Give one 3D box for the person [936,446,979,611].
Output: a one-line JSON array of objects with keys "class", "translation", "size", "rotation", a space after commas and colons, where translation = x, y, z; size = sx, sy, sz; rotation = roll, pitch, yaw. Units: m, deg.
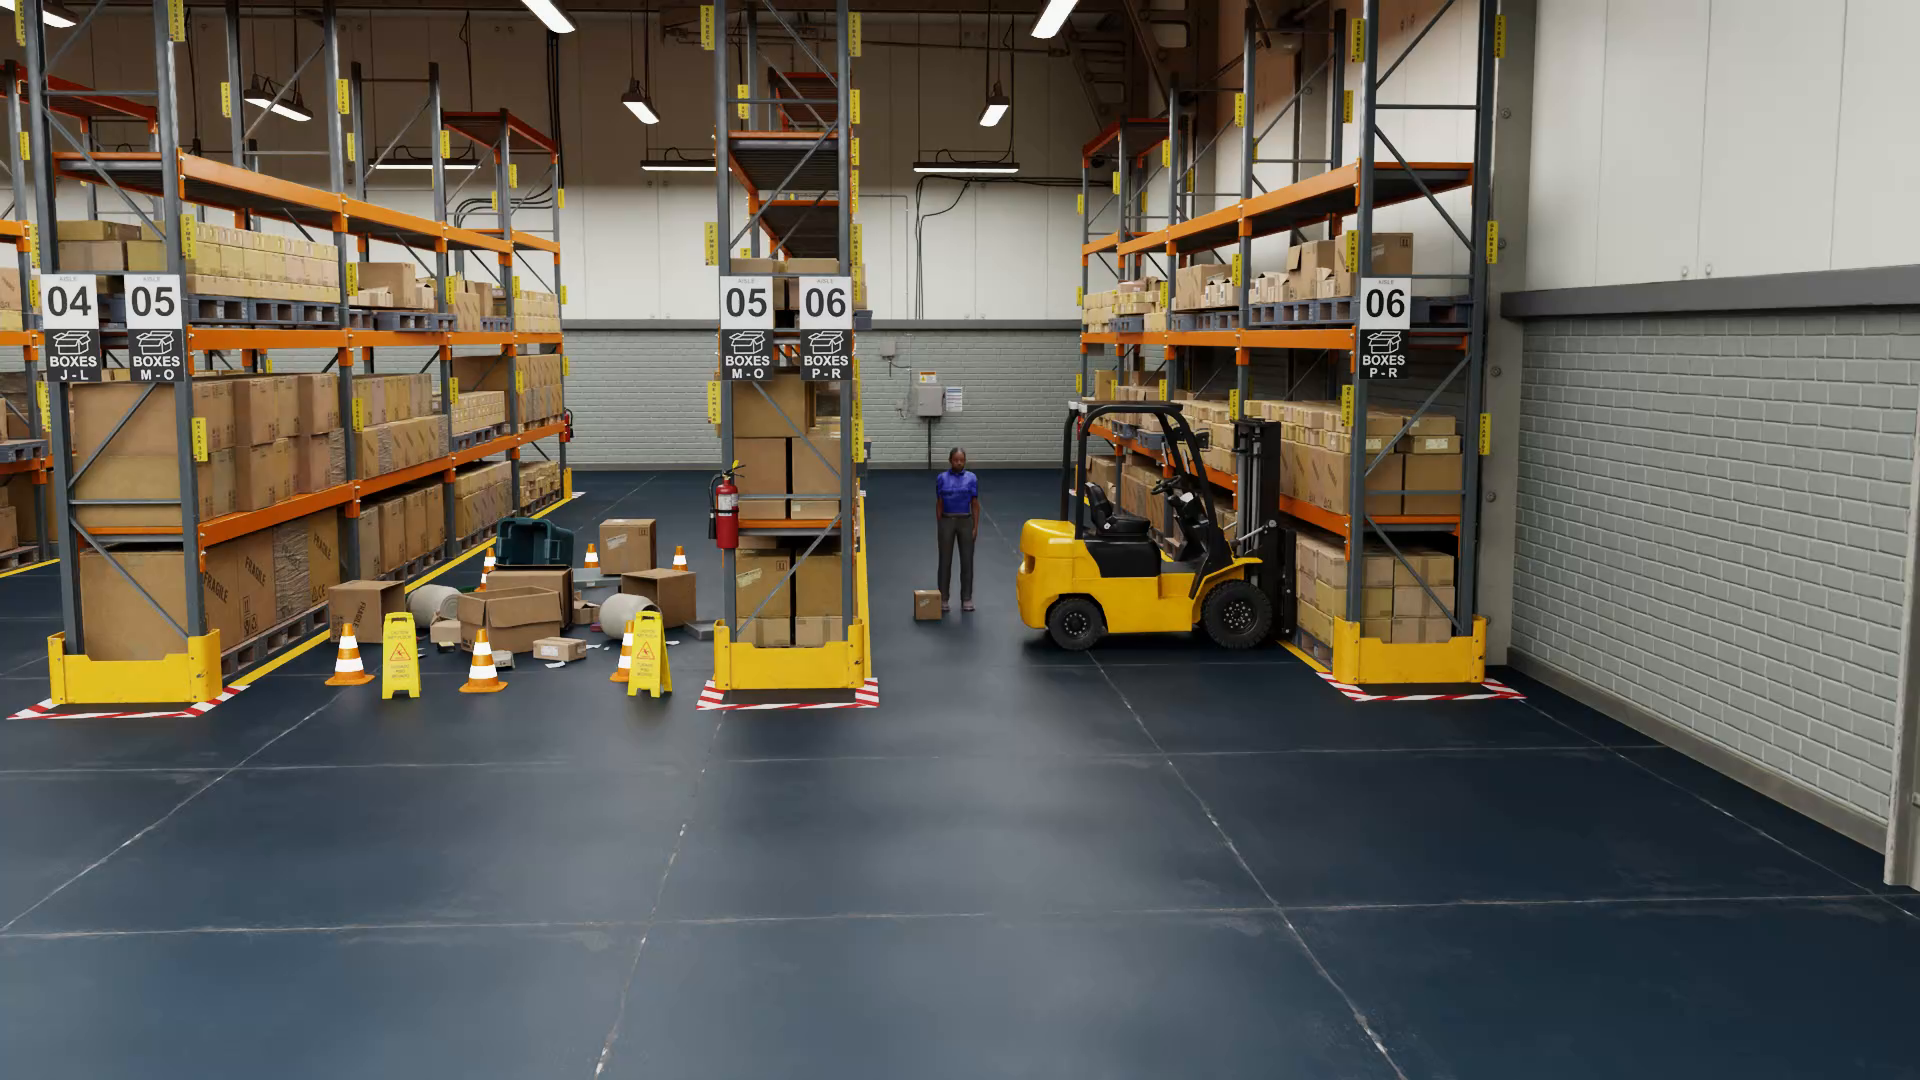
[{"class": "person", "translation": [-0.023, -0.119, 16.768], "size": [0.437, 1.657, 0.300], "rotation": [0, 7, -2]}]
